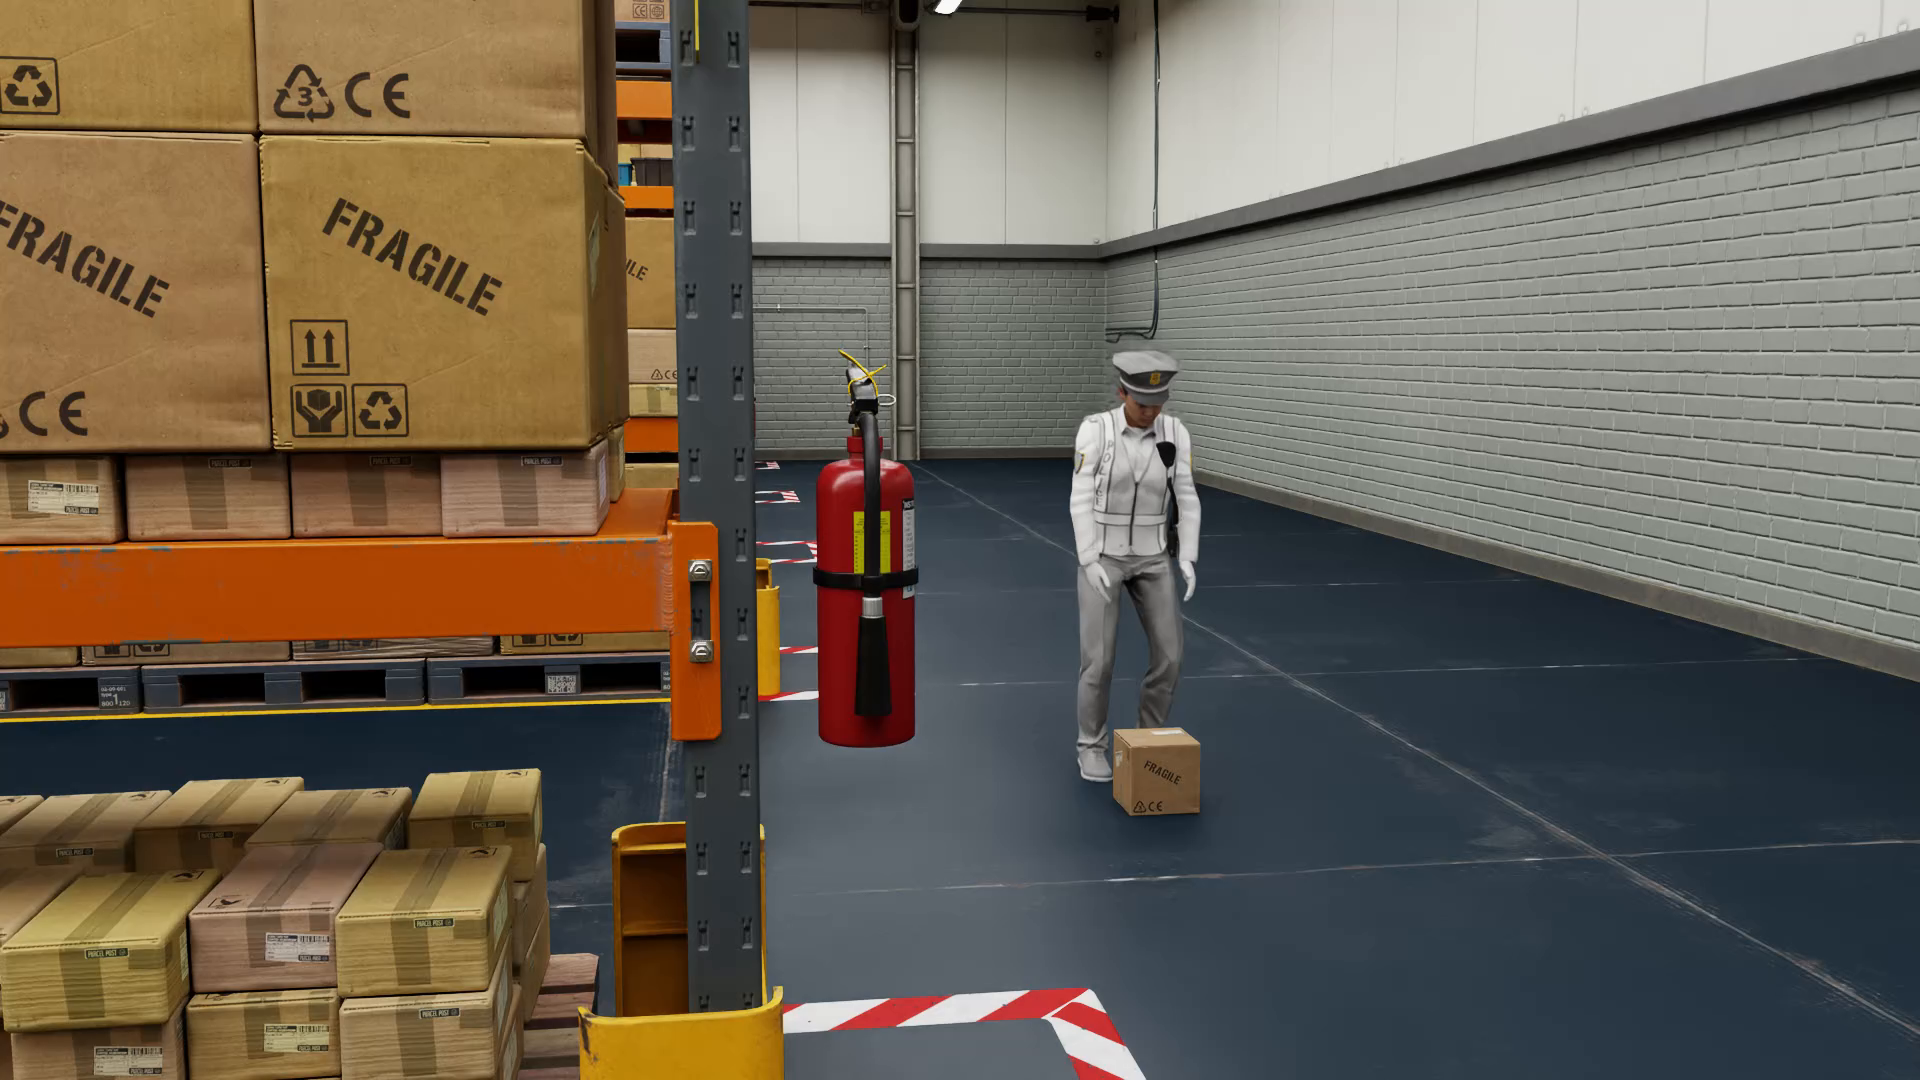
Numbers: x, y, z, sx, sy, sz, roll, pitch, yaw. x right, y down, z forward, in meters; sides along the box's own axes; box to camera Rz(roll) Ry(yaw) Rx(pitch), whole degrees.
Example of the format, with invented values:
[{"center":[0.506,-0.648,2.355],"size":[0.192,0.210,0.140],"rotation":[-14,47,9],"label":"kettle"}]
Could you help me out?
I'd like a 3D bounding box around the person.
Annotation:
[{"center":[0.661,0.098,6.265],"size":[0.504,1.616,0.465],"rotation":[-1,7,-7],"label":"person"}]
